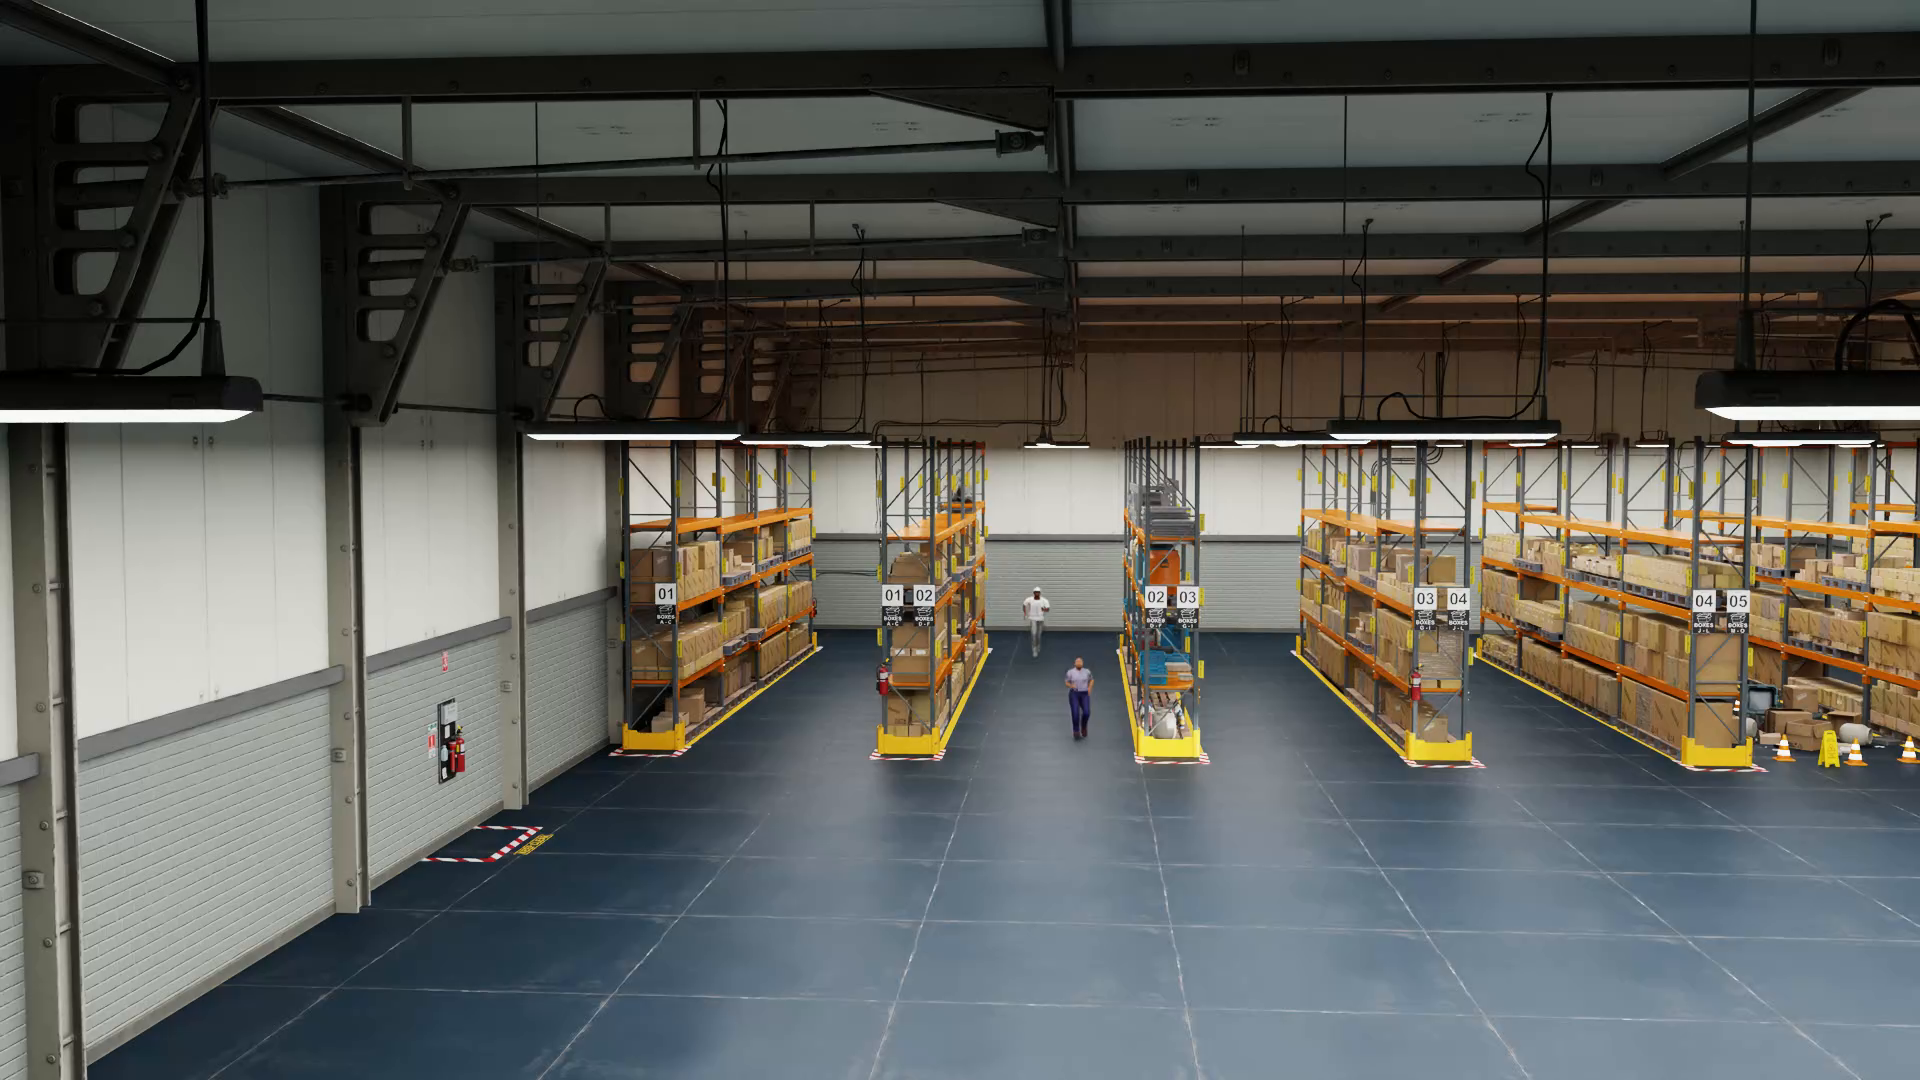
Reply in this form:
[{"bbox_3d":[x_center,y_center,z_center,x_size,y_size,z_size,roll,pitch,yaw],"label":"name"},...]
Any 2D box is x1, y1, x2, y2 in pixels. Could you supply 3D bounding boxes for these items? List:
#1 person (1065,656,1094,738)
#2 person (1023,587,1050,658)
[{"bbox_3d":[2.389,3.141,33.104,0.589,1.627,0.590,0,3,-2],"label":"person"},{"bbox_3d":[2.054,2.174,44.400,0.678,1.854,0.753,0,3,-7],"label":"person"}]
